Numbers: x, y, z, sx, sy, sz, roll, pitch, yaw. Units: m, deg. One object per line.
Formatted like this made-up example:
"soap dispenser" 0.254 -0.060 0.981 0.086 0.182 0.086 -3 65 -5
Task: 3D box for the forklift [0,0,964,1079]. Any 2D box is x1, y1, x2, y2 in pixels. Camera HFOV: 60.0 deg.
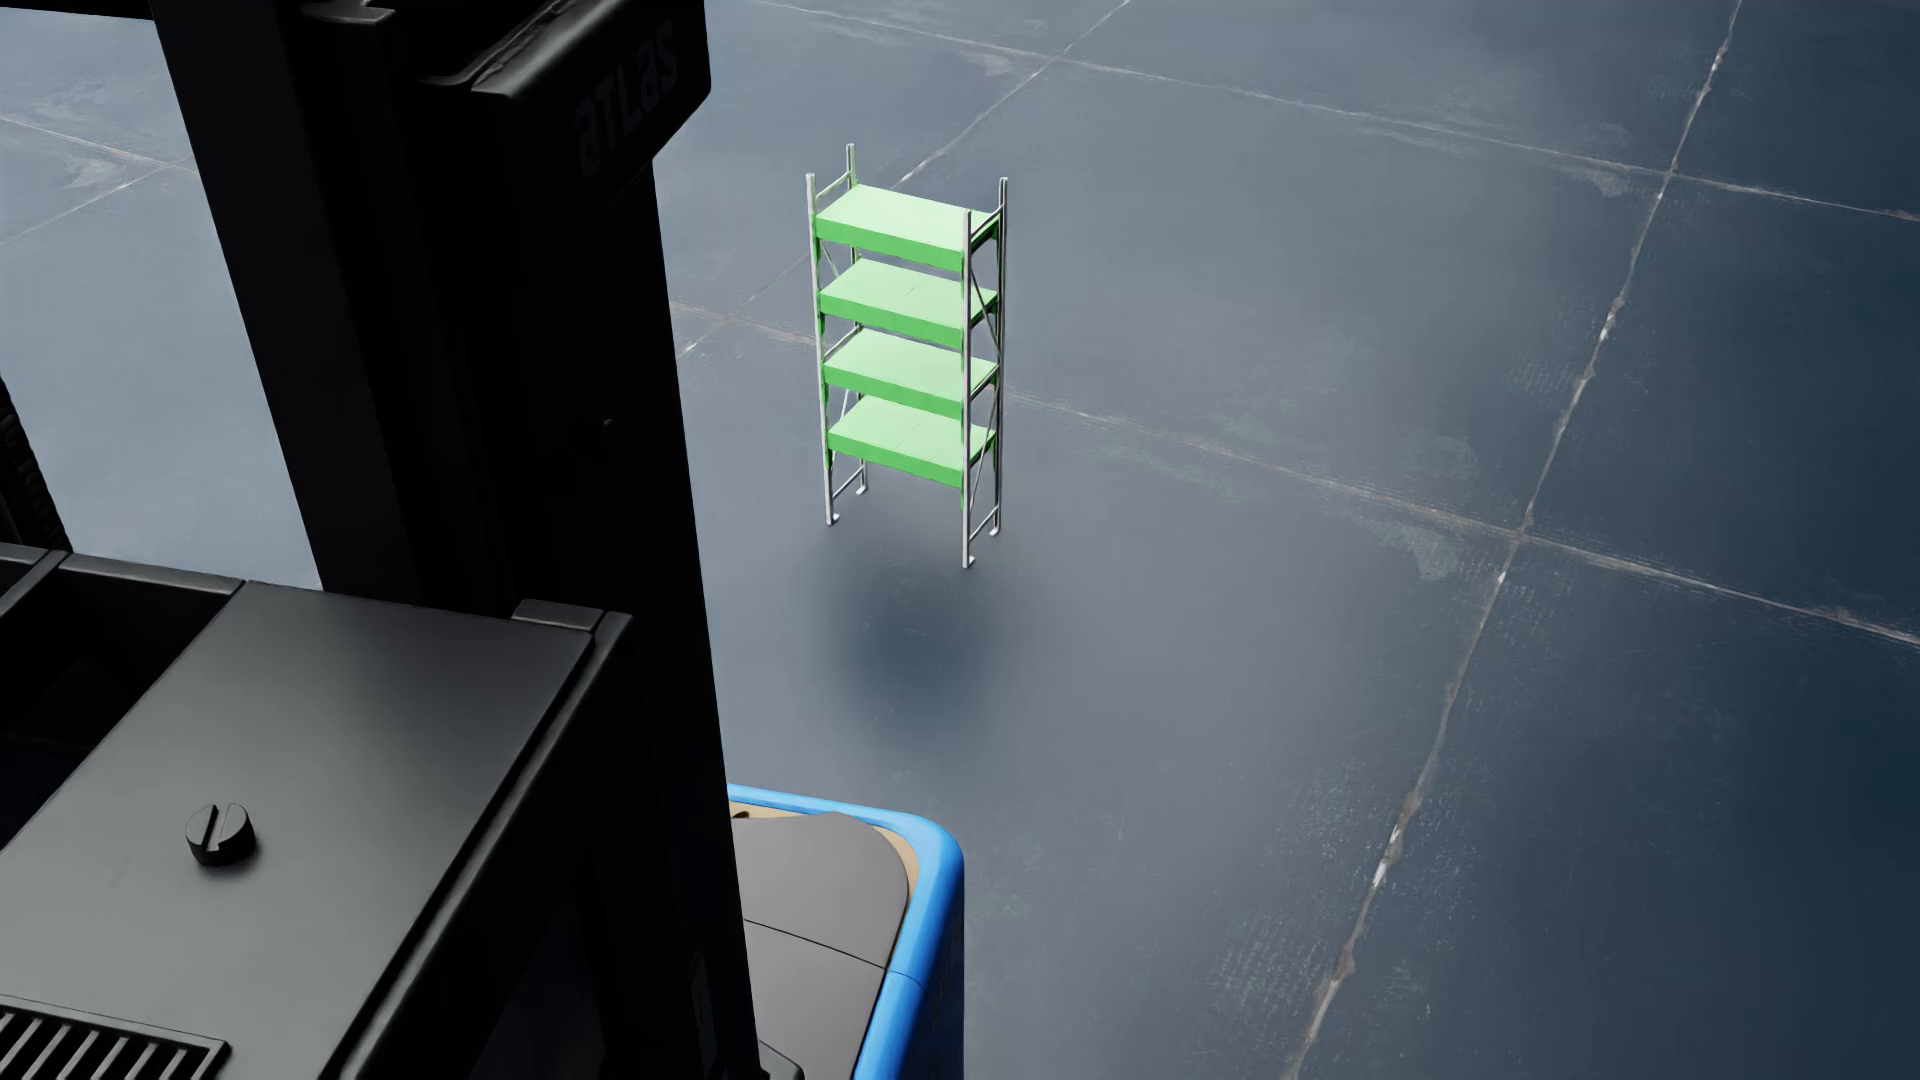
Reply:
"forklift" -0.805 0.973 1.544 1.130 2.935 3.031 8 38 10

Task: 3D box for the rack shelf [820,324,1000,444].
"rack shelf" -0.147 -0.473 4.987 0.480 0.148 0.258 17 41 21

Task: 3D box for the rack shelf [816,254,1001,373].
"rack shelf" -0.147 -0.664 4.841 0.480 0.148 0.258 17 41 21

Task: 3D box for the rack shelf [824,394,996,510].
"rack shelf" -0.147 -0.282 5.132 0.480 0.148 0.258 17 41 21

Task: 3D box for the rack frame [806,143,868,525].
"rack frame" -0.364 -0.592 5.037 0.015 1.200 0.240 17 41 21

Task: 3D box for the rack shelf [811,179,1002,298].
"rack shelf" -0.147 -0.855 4.696 0.480 0.148 0.258 17 41 21

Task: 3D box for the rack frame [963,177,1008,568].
"rack frame" 0.070 -0.456 4.858 0.015 1.200 0.240 17 41 21

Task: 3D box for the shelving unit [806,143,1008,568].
"shelving unit" -0.147 -0.524 4.948 0.503 1.200 0.258 17 41 21
